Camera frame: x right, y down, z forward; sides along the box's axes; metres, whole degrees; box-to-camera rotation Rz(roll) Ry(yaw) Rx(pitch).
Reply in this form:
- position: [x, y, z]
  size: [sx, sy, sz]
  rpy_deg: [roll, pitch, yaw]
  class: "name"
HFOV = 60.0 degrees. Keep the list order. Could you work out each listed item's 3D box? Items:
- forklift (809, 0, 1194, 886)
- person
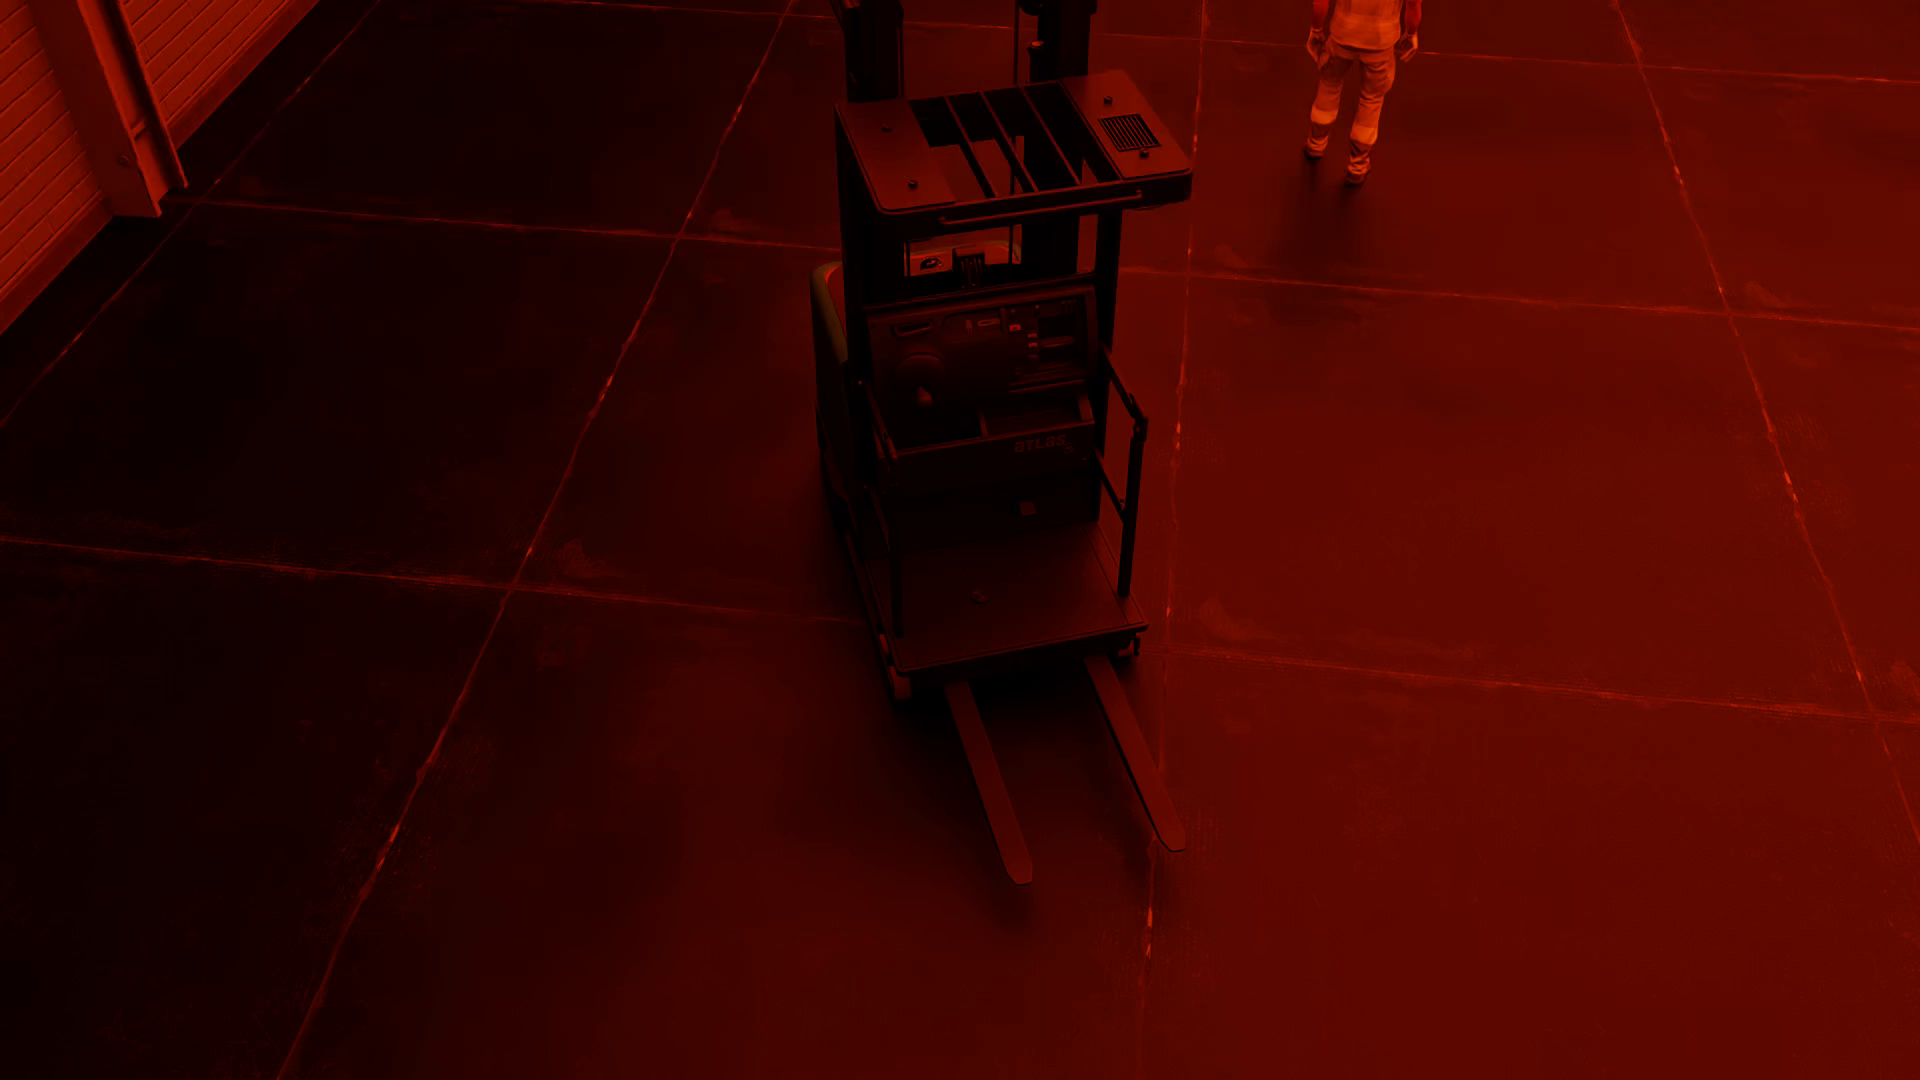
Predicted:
- position: [0.153, -0.681, 6.465]
  size: [1.130, 2.935, 3.031]
  rpy_deg: [-10, 44, -11]
  class: "forklift"
- position: [2.409, -3.006, 9.886]
  size: [0.629, 1.819, 0.513]
  rpy_deg: [13, 44, 14]
  class: "person"
